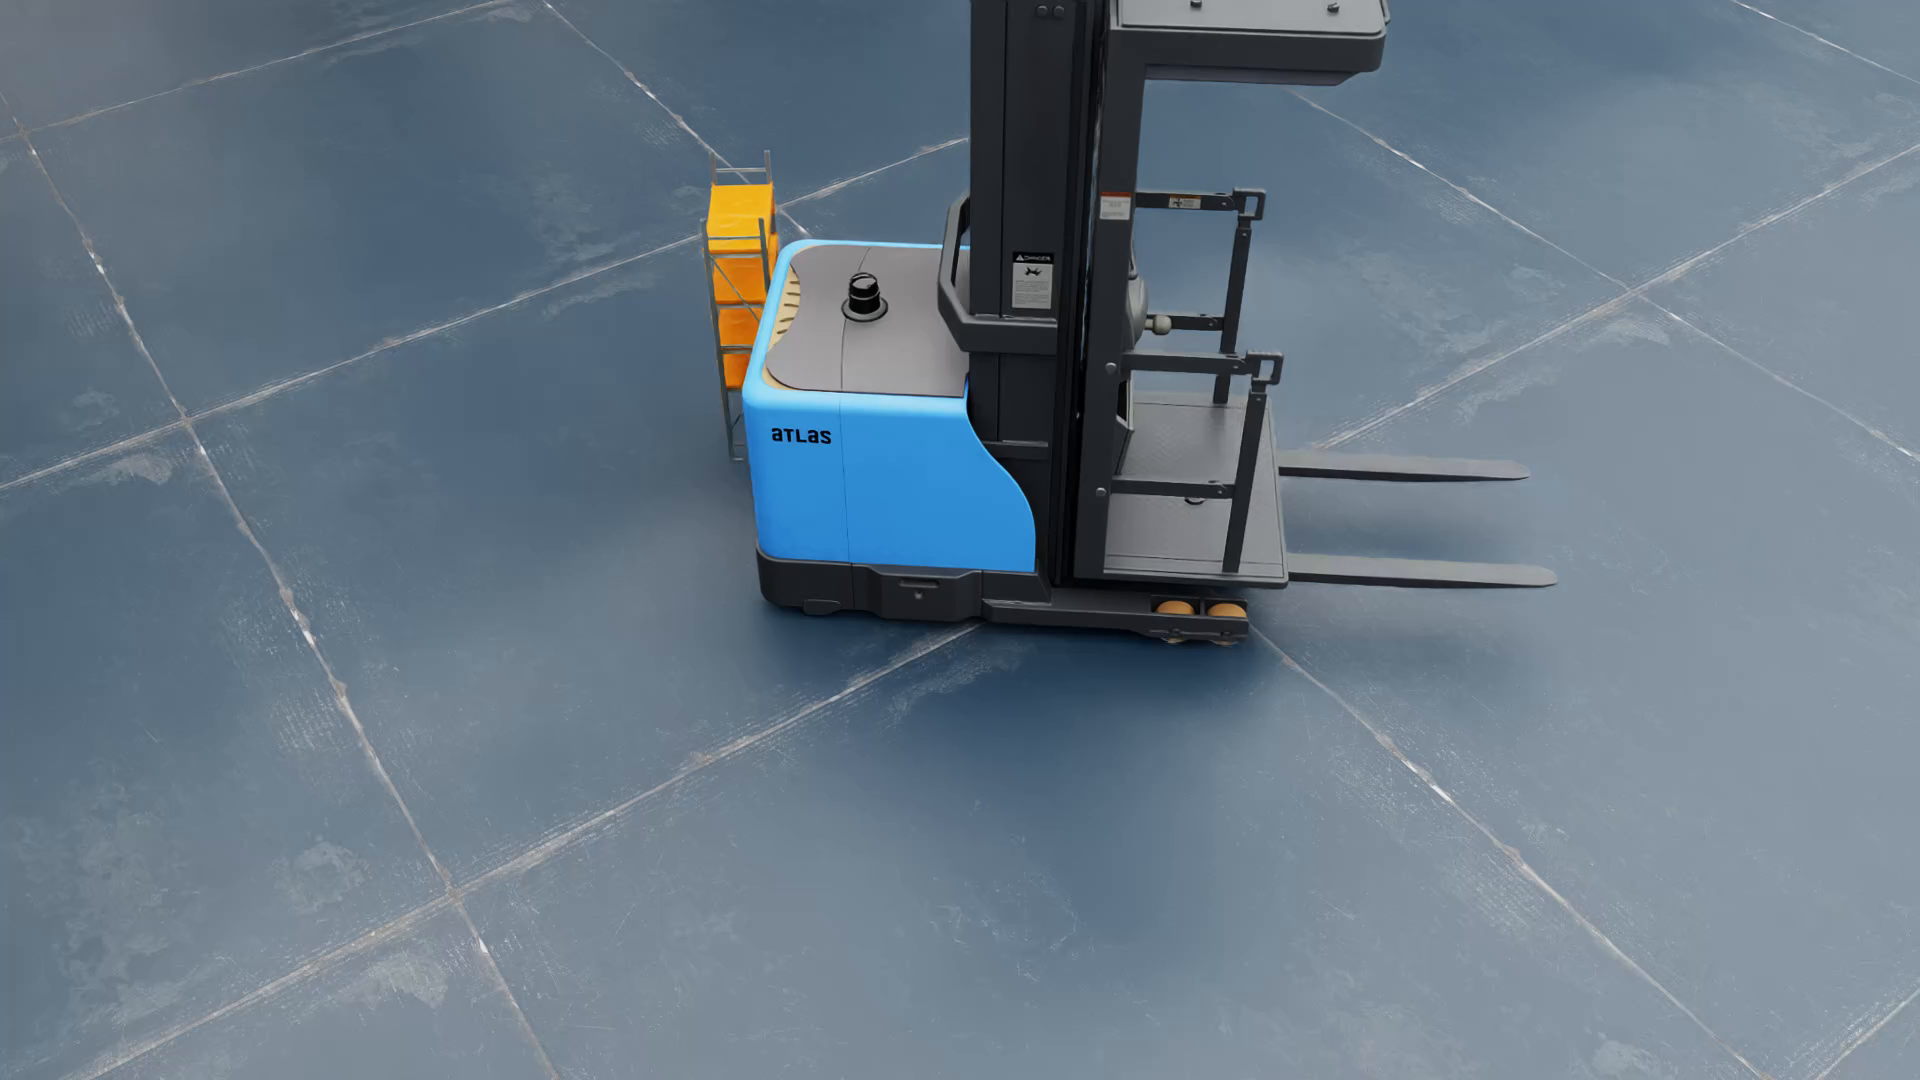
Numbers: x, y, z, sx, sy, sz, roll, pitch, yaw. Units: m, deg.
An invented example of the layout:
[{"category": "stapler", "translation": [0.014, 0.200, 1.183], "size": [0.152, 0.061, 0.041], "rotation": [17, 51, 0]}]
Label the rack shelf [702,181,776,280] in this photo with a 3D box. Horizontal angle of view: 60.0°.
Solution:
[{"category": "rack shelf", "translation": [-0.871, -1.230, 6.600], "size": [0.258, 0.148, 0.480], "rotation": [-2, 44, -2]}]

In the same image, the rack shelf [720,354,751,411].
[{"category": "rack shelf", "translation": [-0.871, -0.753, 7.055], "size": [0.258, 0.148, 0.480], "rotation": [-2, 44, -2]}]

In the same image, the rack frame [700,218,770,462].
[{"category": "rack frame", "translation": [-0.861, -0.777, 6.695], "size": [0.240, 1.200, 0.015], "rotation": [-2, 44, -2]}]

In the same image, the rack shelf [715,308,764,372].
[{"category": "rack shelf", "translation": [-0.871, -0.897, 6.918], "size": [0.258, 0.148, 0.480], "rotation": [-2, 44, -2]}]

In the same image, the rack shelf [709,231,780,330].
[{"category": "rack shelf", "translation": [-0.871, -1.059, 6.764], "size": [0.258, 0.148, 0.480], "rotation": [-2, 44, -2]}]

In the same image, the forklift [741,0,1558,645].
[{"category": "forklift", "translation": [0.767, -1.044, 5.721], "size": [3.031, 2.935, 1.130], "rotation": [3, 44, 3]}]

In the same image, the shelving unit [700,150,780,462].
[{"category": "shelving unit", "translation": [-0.871, -0.946, 6.872], "size": [0.258, 1.200, 0.503], "rotation": [-2, 44, -2]}]

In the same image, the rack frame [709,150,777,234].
[{"category": "rack frame", "translation": [-0.881, -1.114, 7.048], "size": [0.240, 1.200, 0.015], "rotation": [-2, 44, -2]}]
